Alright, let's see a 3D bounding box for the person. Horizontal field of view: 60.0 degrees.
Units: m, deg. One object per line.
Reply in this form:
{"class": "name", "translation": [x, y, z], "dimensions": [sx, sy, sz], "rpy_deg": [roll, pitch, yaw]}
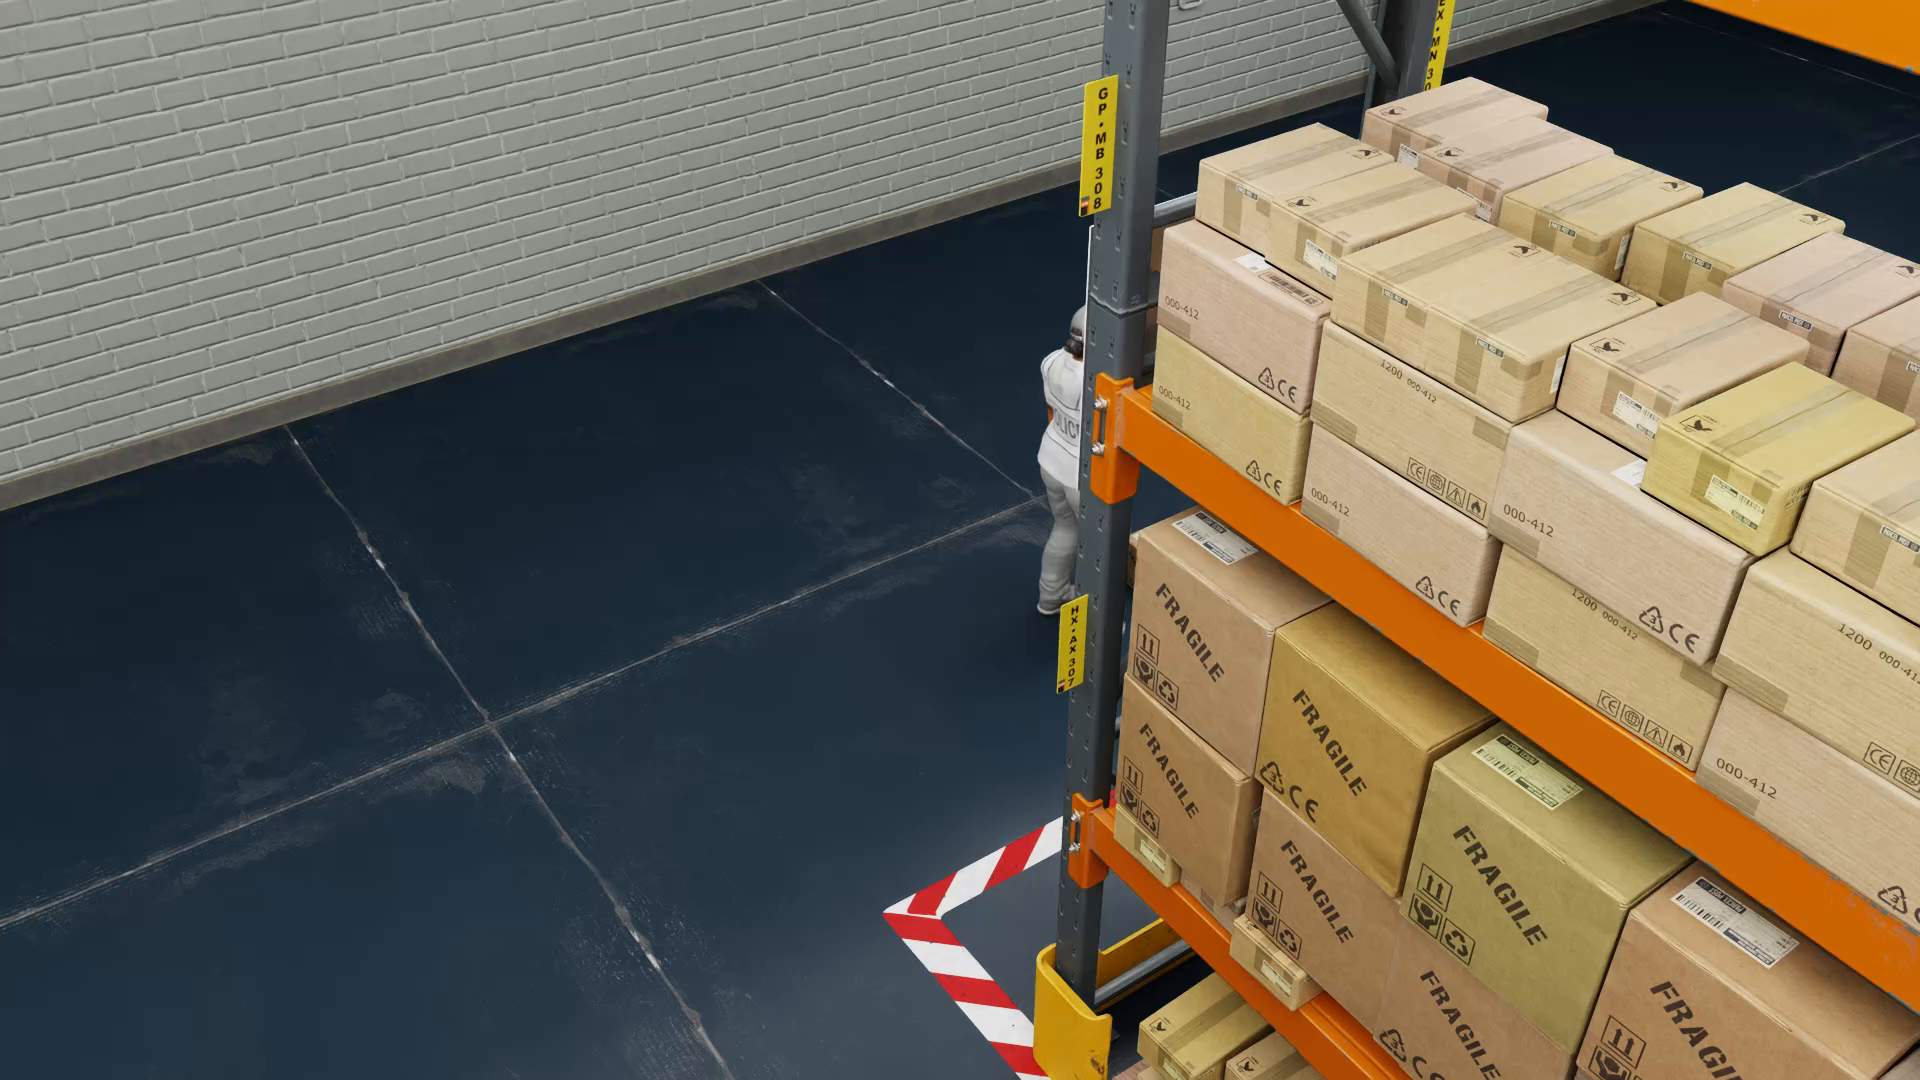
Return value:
{"class": "person", "translation": [0.569, -0.307, 7.425], "dimensions": [0.368, 1.664, 0.469], "rpy_deg": [-22, 42, -27]}
